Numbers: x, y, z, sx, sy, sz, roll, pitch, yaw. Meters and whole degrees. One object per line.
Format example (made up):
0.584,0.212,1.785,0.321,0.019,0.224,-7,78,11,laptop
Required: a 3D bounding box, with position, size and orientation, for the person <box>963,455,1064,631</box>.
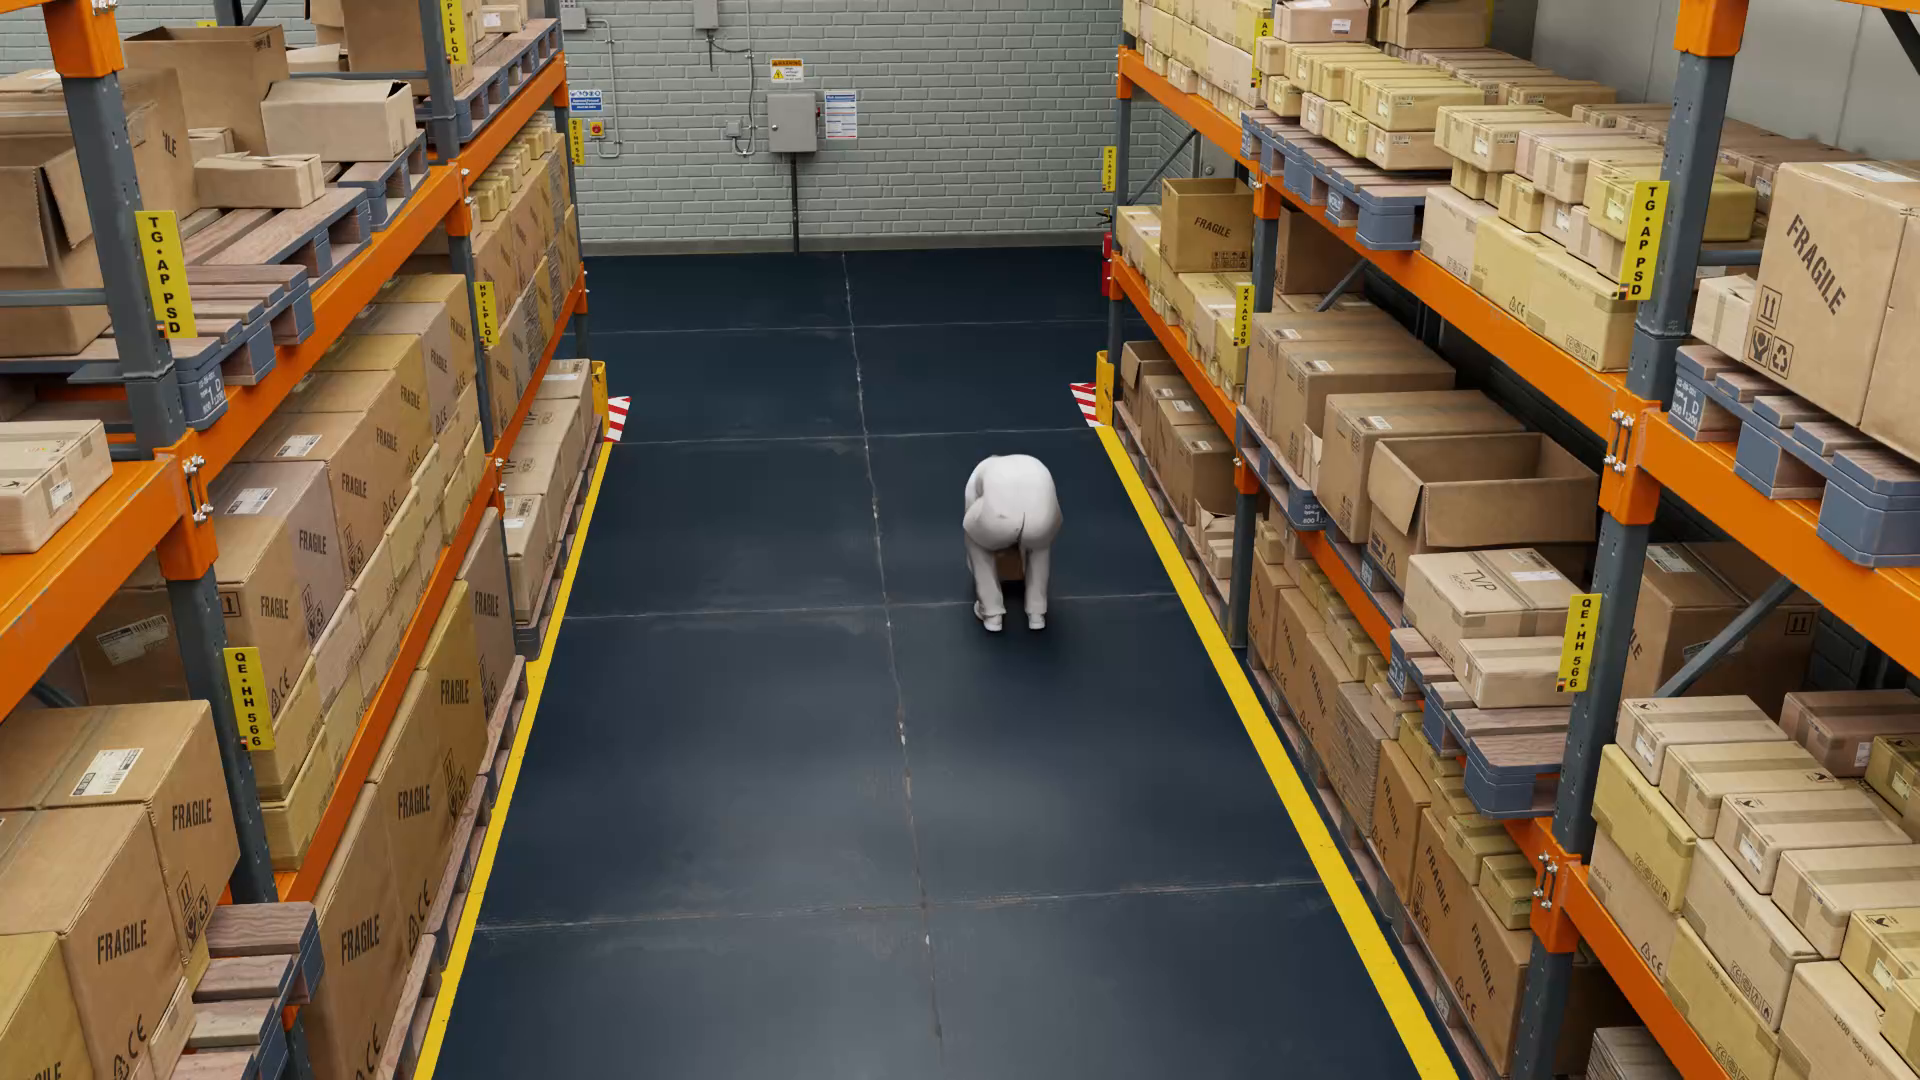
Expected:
0.285,-0.067,9.733,0.591,1.010,0.942,-3,24,-8,person
